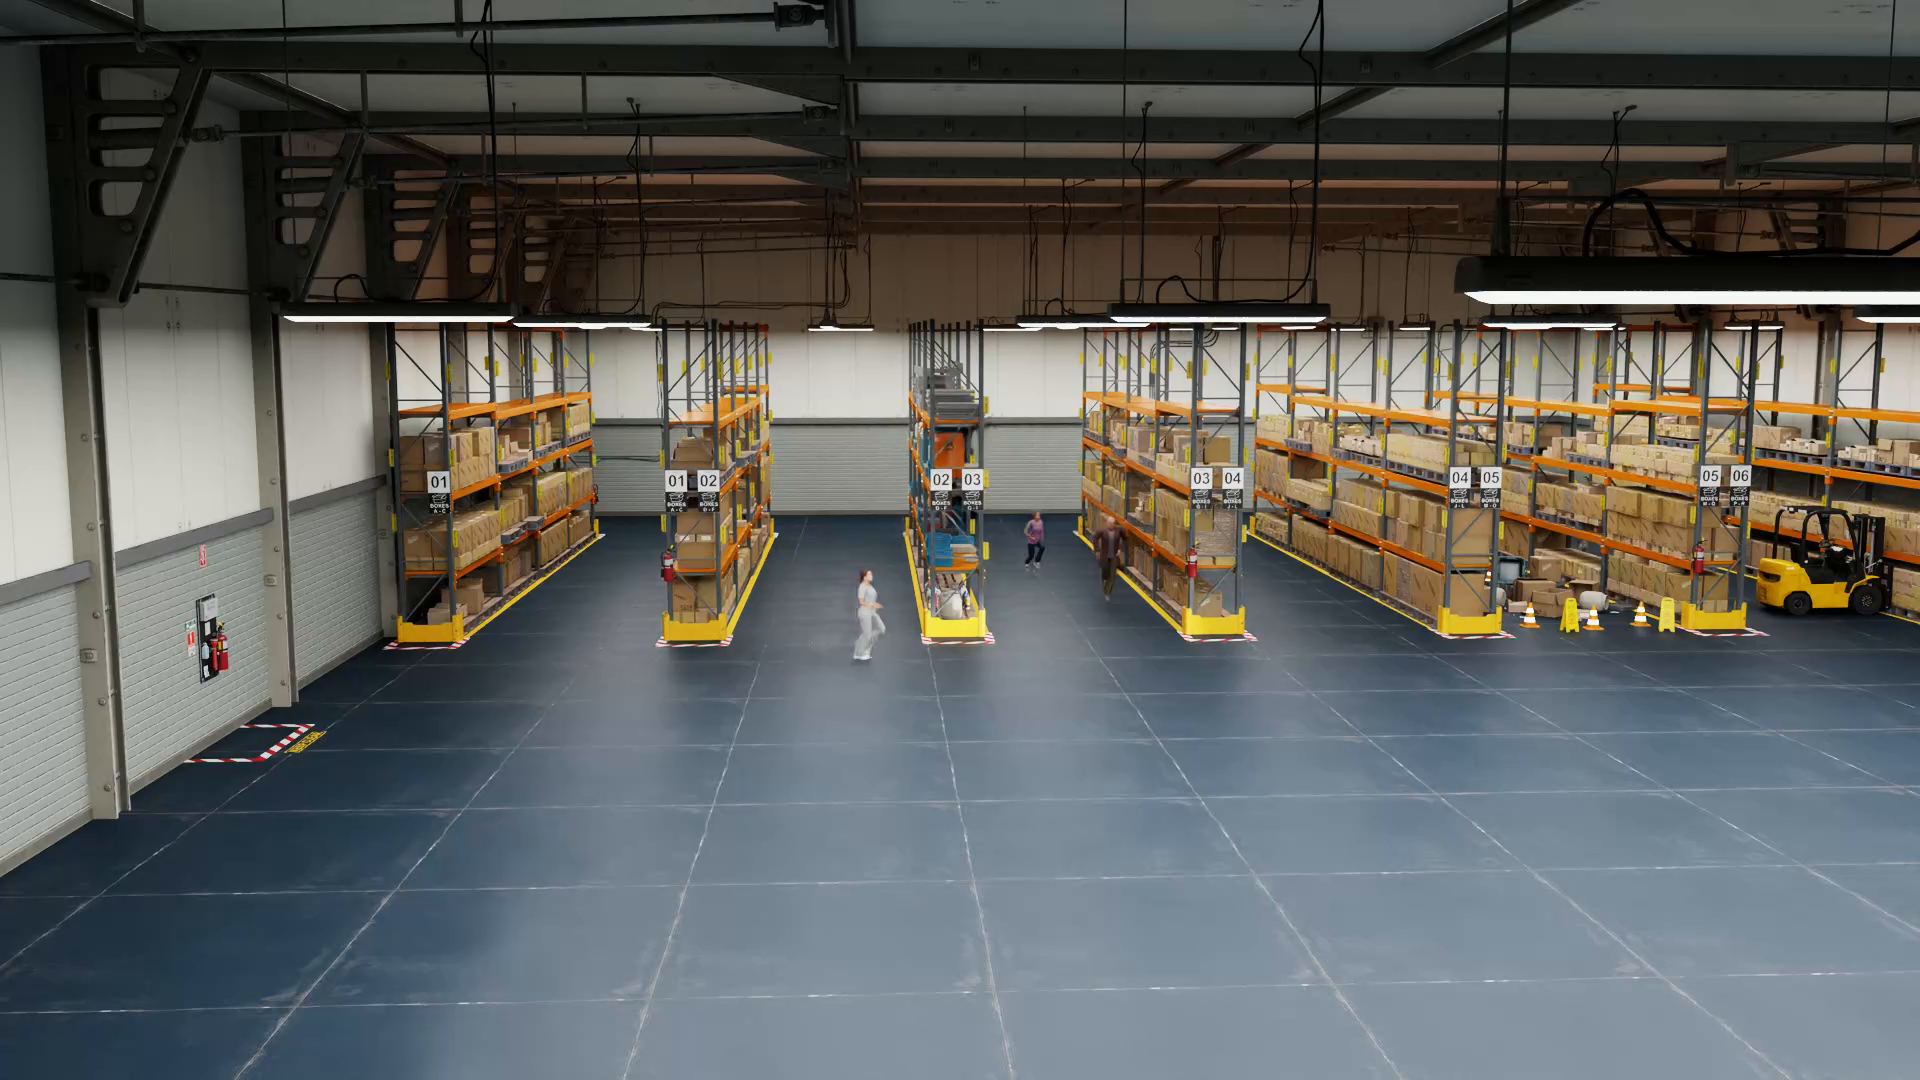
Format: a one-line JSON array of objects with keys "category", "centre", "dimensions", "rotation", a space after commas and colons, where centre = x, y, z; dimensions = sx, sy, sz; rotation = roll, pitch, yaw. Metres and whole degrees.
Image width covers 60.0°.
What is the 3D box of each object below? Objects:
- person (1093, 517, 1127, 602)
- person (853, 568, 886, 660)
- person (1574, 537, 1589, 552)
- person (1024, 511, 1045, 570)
[{"category": "person", "centre": [3.086, 0.356, 34.425], "dimensions": [0.713, 1.740, 0.895], "rotation": [-1, 7, -6]}, {"category": "person", "centre": [-1.595, 1.299, 29.192], "dimensions": [0.606, 1.627, 0.538], "rotation": [3, 7, 20]}, {"category": "person", "centre": [16.409, -0.542, 43.971], "dimensions": [0.646, 1.679, 0.671], "rotation": [-2, 7, -14]}, {"category": "person", "centre": [1.765, 0.129, 39.353], "dimensions": [0.563, 1.250, 0.863], "rotation": [-3, 8, -22]}]
